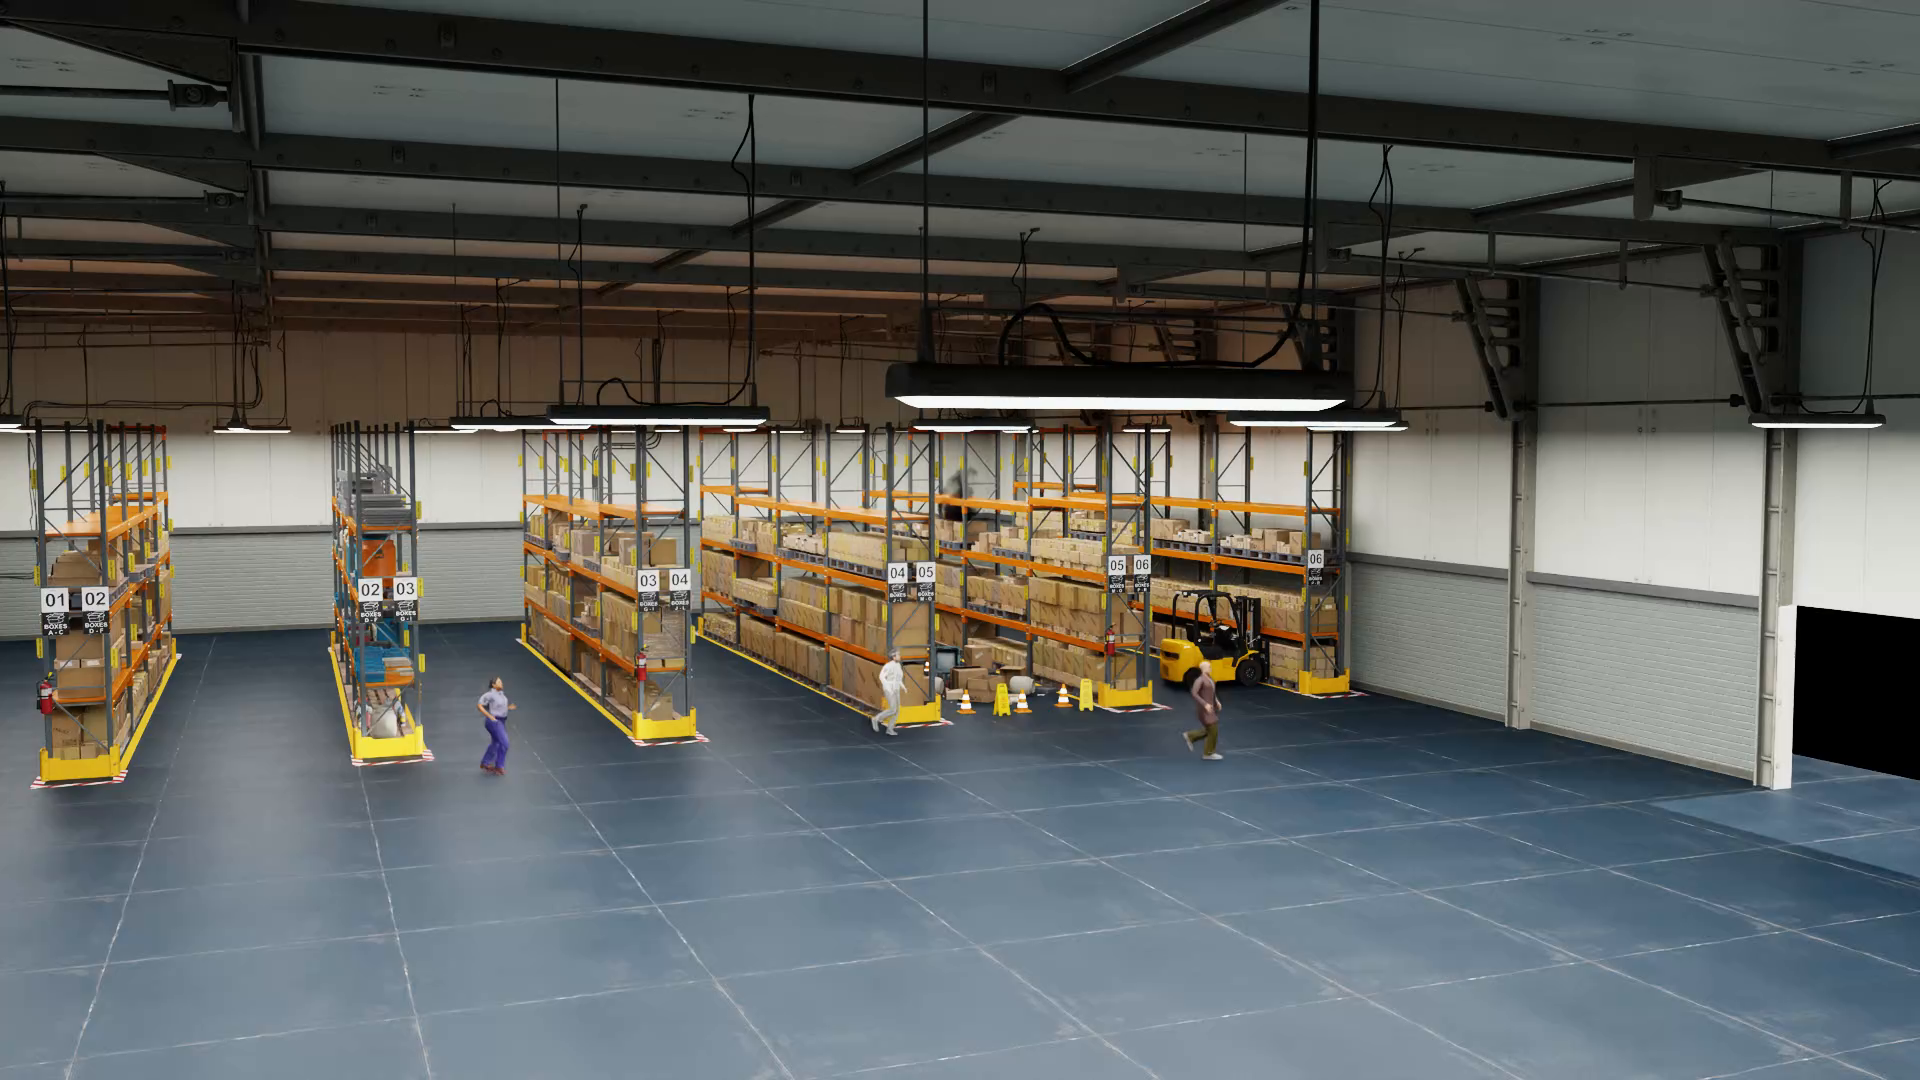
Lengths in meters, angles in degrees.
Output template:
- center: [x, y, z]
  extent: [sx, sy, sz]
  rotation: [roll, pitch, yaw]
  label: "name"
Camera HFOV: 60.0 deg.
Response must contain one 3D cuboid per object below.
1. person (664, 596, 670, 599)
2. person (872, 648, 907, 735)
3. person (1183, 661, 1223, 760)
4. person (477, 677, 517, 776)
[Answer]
- center: [-8.534, 1.853, 48.402]
  extent: [0.733, 1.691, 0.525]
  rotation: [3, 4, 37]
  label: "person"
- center: [-1.337, 2.904, 32.063]
  extent: [0.556, 1.640, 0.676]
  rotation: [2, 4, 26]
  label: "person"
- center: [4.300, 3.007, 29.481]
  extent: [0.775, 1.733, 0.752]
  rotation: [2, 4, 28]
  label: "person"
- center: [-7.853, 3.174, 28.201]
  extent: [0.660, 1.689, 0.597]
  rotation: [0, 4, 4]
  label: "person"
